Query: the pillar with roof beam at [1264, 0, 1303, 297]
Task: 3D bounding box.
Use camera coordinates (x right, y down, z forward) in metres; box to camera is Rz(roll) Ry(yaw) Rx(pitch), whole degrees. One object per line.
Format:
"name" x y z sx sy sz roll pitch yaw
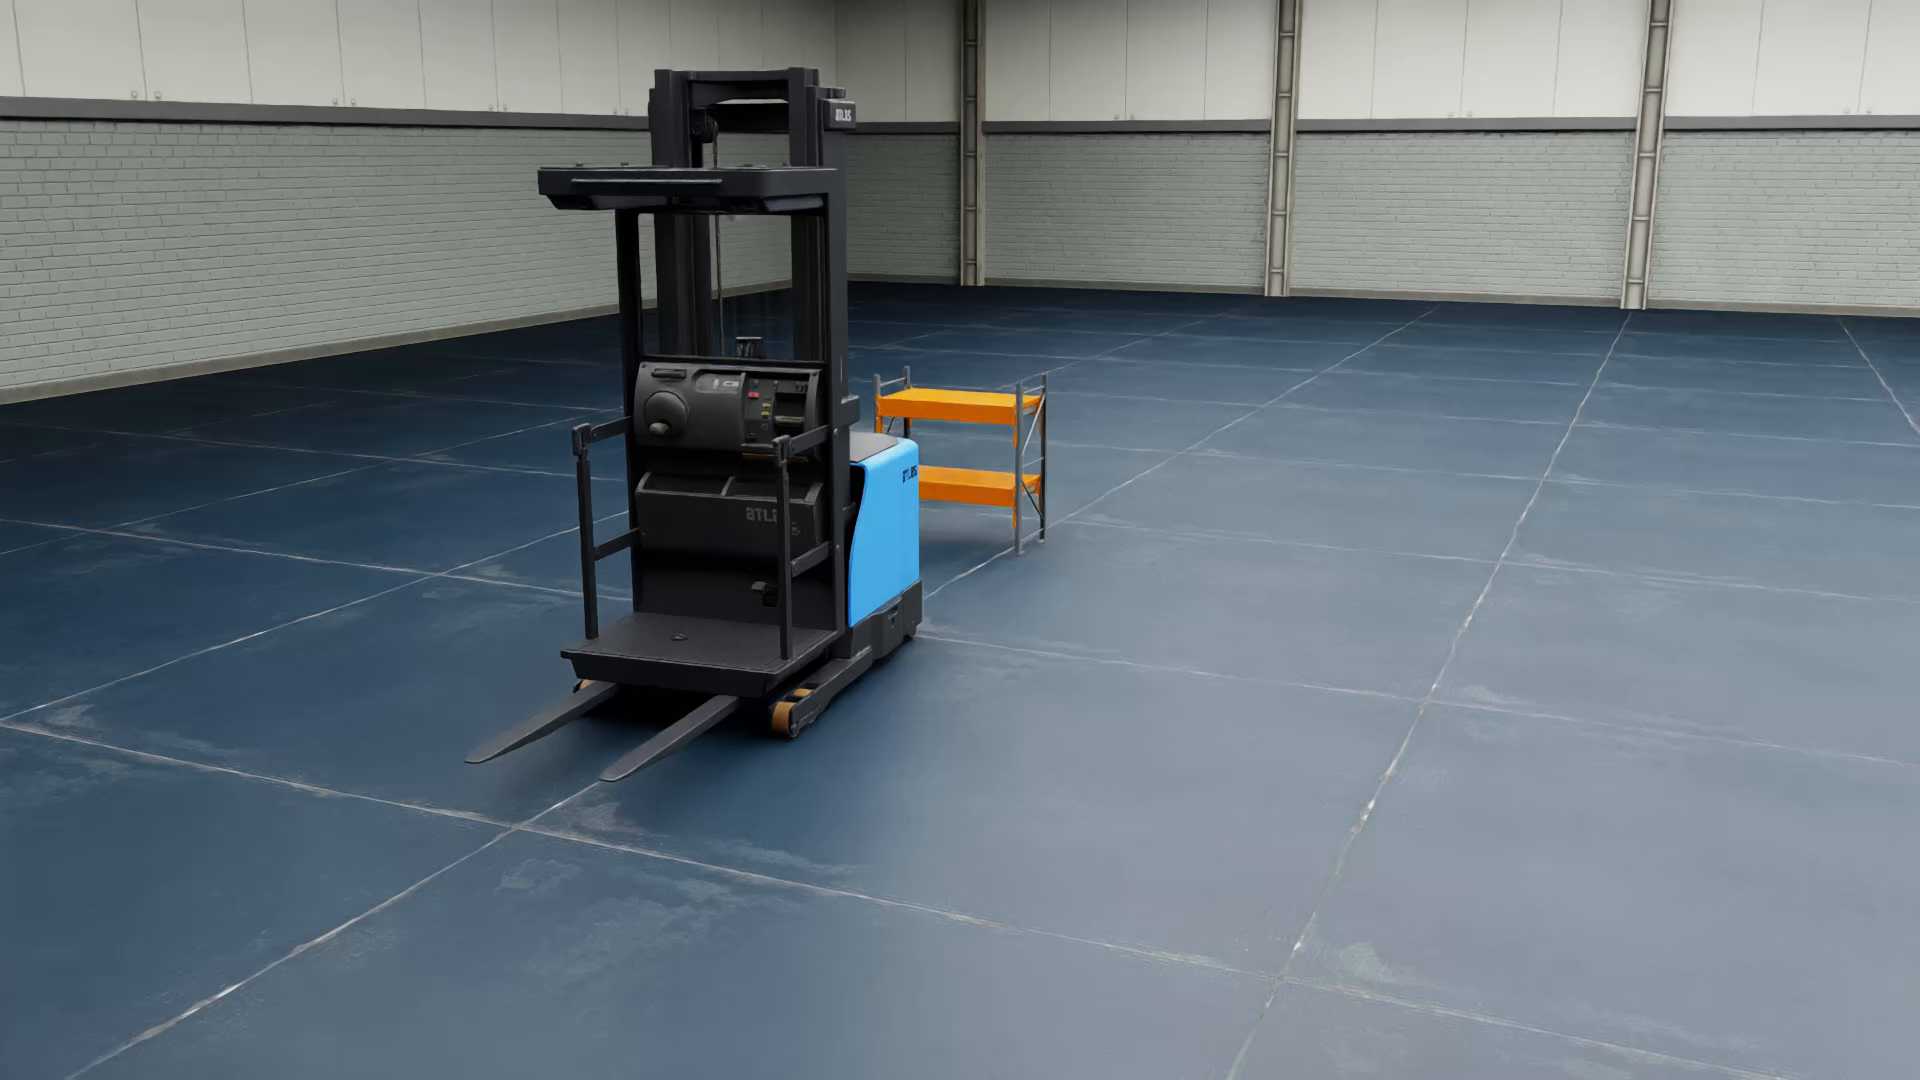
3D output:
"pillar with roof beam" 3.990 -7.898 25.217 0.400 9.000 9.100 6 14 23

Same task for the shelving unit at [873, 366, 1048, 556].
"shelving unit" 0.006 -0.547 11.124 1.048 1.125 0.538 6 14 23

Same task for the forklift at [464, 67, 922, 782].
"forklift" -1.158 -0.641 7.570 1.130 2.935 3.031 4 14 18

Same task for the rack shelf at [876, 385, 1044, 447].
"rack shelf" 0.006 -0.832 11.057 1.000 0.278 0.538 6 14 23

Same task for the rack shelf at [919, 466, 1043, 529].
"rack shelf" 0.006 -0.309 11.180 1.000 0.278 0.538 6 14 23

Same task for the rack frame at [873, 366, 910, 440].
"rack frame" -0.459 -0.594 11.324 0.032 1.125 0.500 6 14 23

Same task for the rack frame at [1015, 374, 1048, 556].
"rack frame" 0.471 -0.500 10.923 0.032 1.125 0.500 6 14 23

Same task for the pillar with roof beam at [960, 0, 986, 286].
"pillar with roof beam" -1.496 -8.454 27.583 0.400 9.000 9.100 6 14 23

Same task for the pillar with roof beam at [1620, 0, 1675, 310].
"pillar with roof beam" 9.476 -7.343 22.851 0.400 9.000 9.100 6 14 23
